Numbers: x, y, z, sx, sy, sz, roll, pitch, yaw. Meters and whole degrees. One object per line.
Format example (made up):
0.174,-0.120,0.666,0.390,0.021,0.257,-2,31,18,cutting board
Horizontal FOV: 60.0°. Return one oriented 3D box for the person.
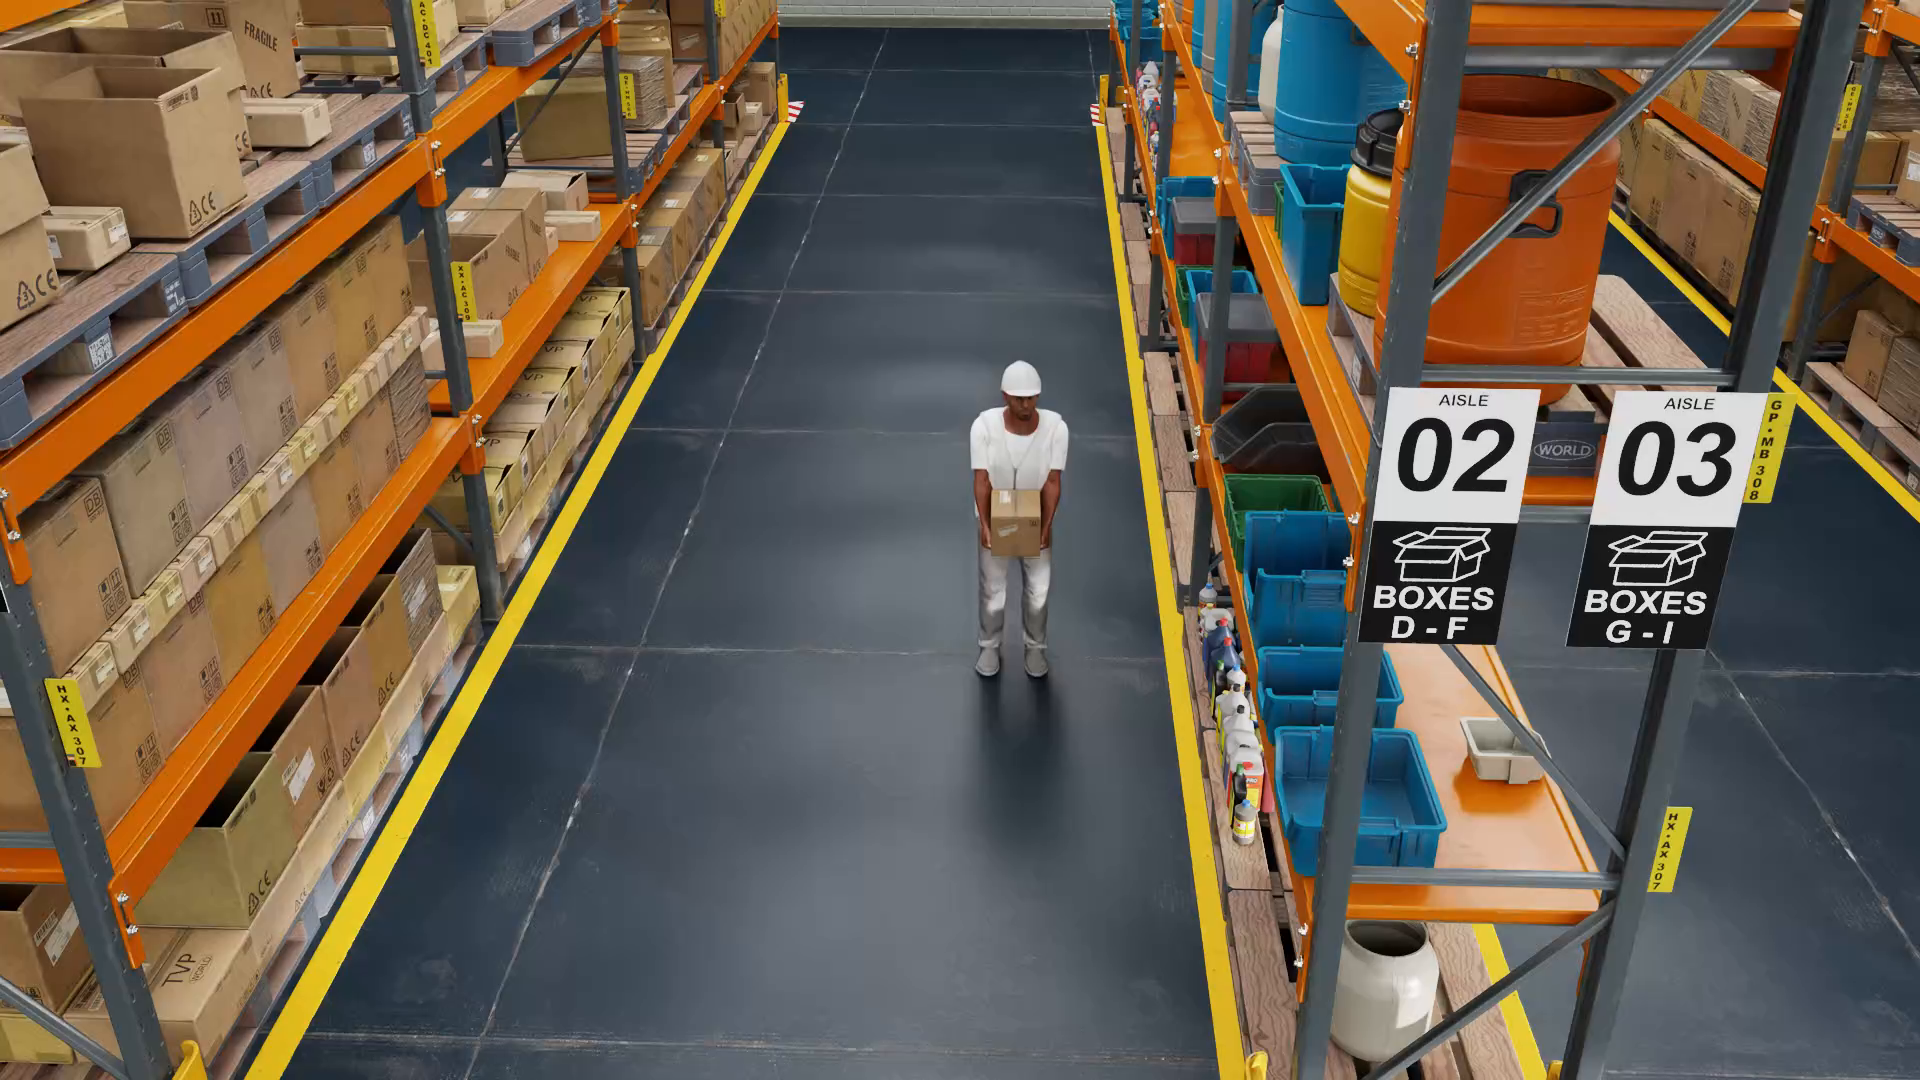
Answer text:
0.304,-0.062,8.715,0.505,1.763,0.570,1,28,1,person
